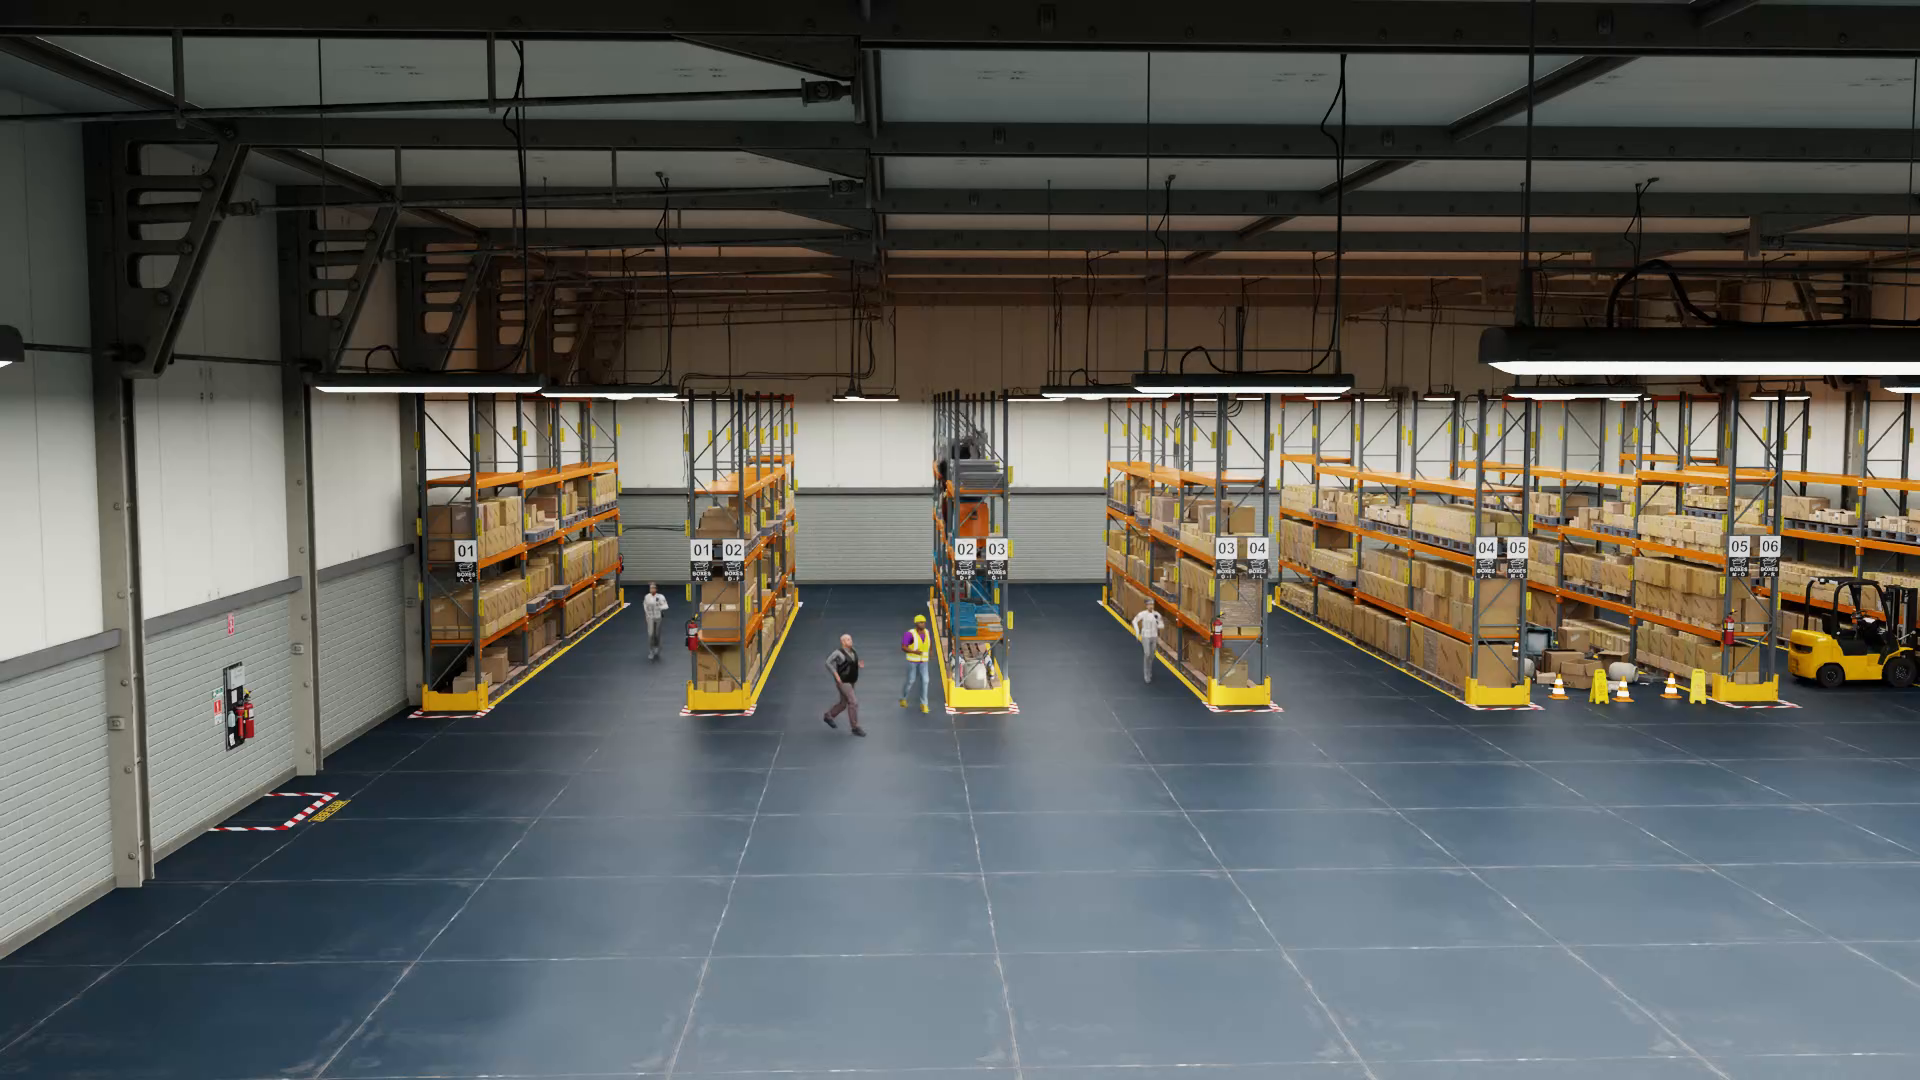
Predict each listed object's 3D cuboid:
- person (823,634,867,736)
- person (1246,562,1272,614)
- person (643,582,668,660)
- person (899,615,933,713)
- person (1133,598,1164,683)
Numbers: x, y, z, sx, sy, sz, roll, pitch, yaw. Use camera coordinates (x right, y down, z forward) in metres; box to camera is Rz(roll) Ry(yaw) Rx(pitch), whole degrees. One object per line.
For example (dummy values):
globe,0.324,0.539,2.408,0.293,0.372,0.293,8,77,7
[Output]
person,-1.991,2.507,28.942,0.892,1.737,0.641,2,5,25
person,8.057,1.190,45.025,0.711,1.778,1.159,0,5,0
person,-6.899,1.813,37.693,0.585,1.751,0.790,0,5,-5
person,-0.782,2.306,31.125,0.738,1.822,0.792,-3,5,-29
person,3.932,2.066,34.509,0.578,1.752,0.734,-1,5,-12
